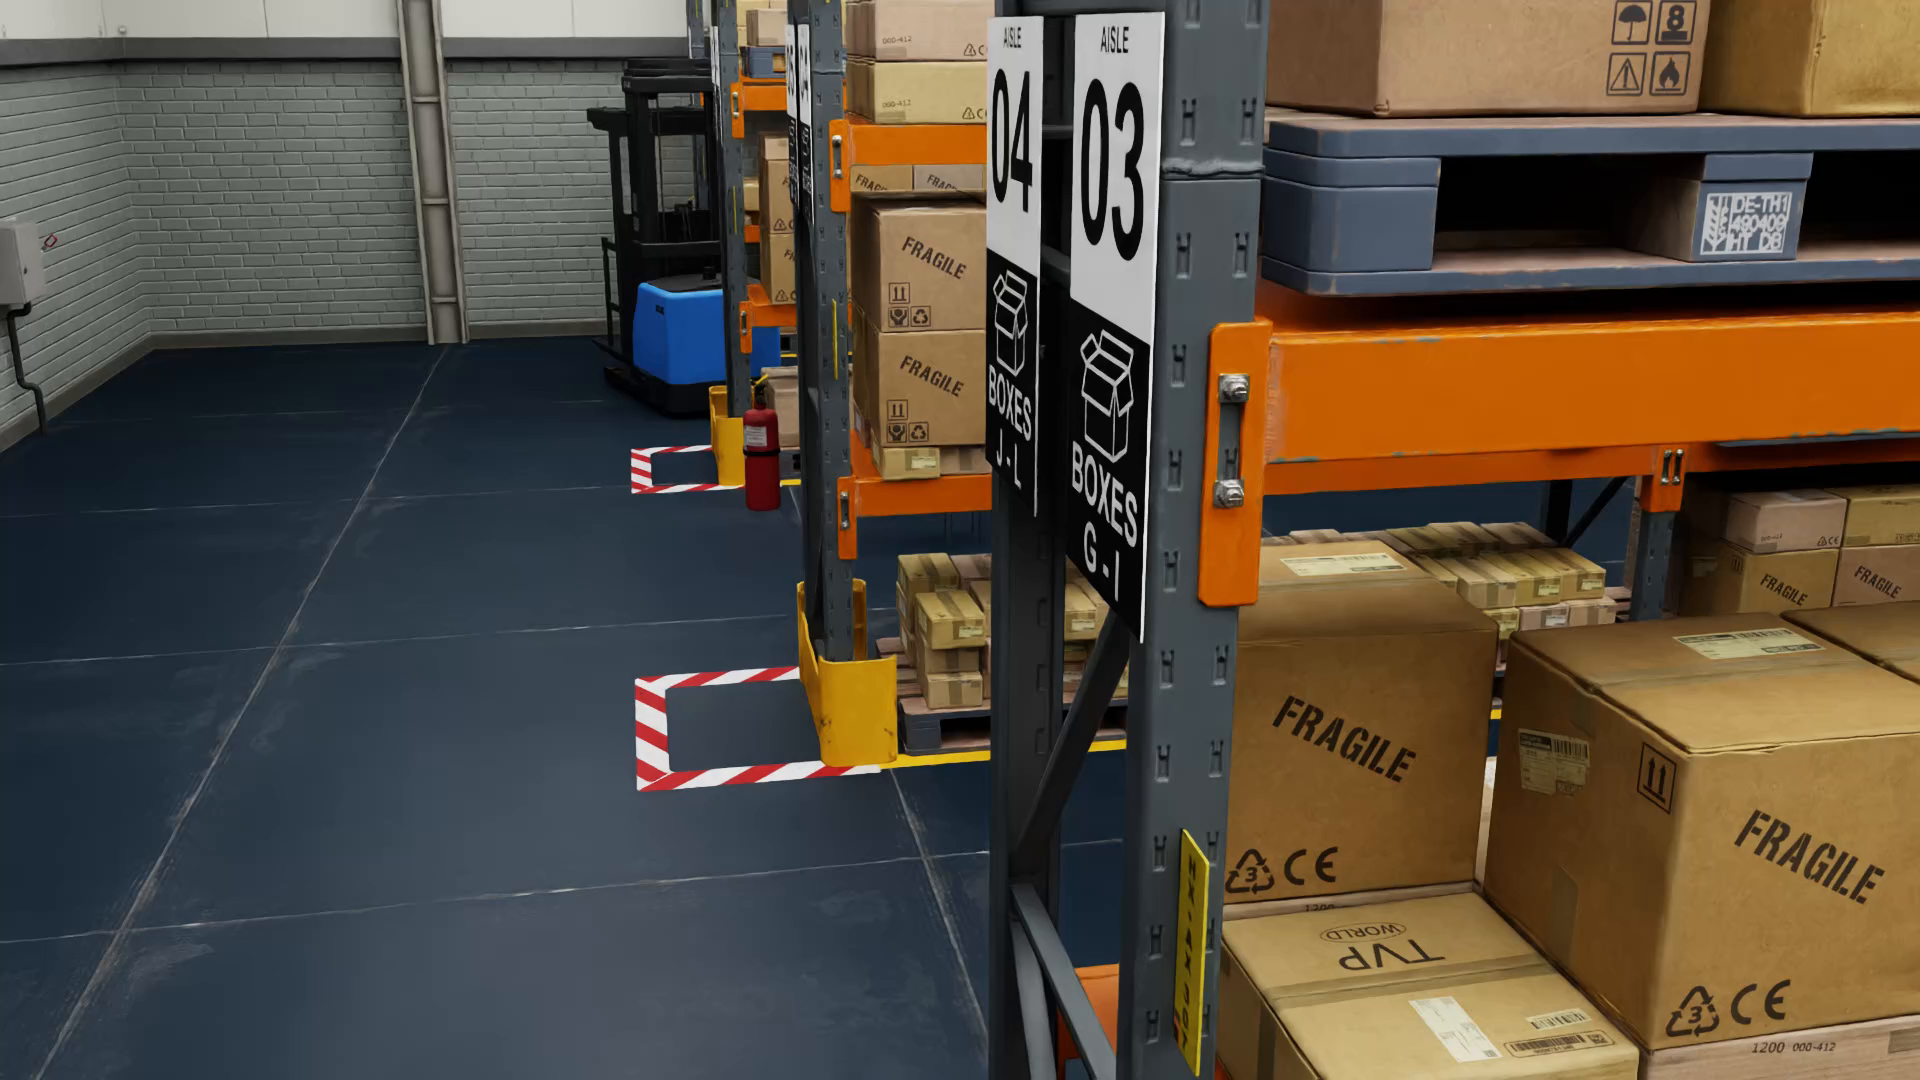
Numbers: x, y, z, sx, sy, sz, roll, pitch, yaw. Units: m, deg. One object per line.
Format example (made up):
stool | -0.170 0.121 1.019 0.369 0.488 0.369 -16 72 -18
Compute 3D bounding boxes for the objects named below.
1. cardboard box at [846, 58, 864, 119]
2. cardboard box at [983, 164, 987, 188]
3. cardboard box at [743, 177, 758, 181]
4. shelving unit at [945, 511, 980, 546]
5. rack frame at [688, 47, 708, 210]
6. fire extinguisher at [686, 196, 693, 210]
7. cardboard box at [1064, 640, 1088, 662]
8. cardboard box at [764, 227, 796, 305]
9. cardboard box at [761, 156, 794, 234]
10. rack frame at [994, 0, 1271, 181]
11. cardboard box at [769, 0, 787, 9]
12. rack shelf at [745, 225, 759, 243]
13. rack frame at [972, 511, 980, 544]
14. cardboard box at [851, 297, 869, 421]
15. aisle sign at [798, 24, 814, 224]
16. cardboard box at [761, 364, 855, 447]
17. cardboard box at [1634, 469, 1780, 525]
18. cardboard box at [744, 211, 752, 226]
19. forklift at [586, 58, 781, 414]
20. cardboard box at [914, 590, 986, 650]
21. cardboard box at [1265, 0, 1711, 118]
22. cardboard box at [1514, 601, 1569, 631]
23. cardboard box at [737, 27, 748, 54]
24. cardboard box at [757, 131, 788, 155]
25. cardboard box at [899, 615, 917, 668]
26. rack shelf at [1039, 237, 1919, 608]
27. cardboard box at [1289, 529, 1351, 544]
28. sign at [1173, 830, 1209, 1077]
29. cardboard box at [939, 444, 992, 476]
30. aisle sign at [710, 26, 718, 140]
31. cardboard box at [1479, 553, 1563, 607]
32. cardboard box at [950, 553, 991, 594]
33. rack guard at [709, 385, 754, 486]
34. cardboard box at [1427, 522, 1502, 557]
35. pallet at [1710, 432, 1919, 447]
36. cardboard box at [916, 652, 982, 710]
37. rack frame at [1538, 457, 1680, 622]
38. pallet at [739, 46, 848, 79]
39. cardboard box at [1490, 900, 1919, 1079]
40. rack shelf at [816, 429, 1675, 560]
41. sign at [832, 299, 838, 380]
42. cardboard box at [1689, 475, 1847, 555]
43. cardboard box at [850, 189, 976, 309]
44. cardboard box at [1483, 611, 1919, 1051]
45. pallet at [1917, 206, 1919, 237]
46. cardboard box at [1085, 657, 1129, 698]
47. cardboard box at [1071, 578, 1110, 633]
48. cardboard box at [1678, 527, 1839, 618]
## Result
cardboard box | -0.231 -2.045 7.509 0.500 0.250 0.500 -4 17 -12
cardboard box | 0.359 -2.563 12.175 0.500 0.500 0.500 -3 17 -10
cardboard box | -2.210 -3.606 17.193 0.500 0.250 0.500 -3 17 -9
shelving unit | 0.014 -0.574 10.638 0.189 1.200 0.258 -3 17 -10
rack frame | -2.611 -3.434 16.882 0.127 3.000 1.000 -3 17 -10
fire extinguisher | -2.668 -3.077 16.488 0.183 0.674 0.296 -3 17 -10
cardboard box | 0.439 0.445 7.888 0.250 0.149 0.380 -3 17 -10
cardboard box | -1.140 -1.995 12.027 0.500 0.500 0.500 -3 17 -11
cardboard box | -1.140 -2.473 11.883 0.500 0.500 0.500 -4 17 -12
rack frame | 0.214 -2.014 2.042 0.127 3.000 1.000 -3 17 -10
cardboard box | -1.625 -5.152 16.266 0.500 0.250 0.500 -3 17 -11
rack shelf | -0.647 -3.201 17.351 4.000 0.370 1.077 -3 17 -10
rack frame | 0.104 -0.579 10.655 0.006 1.200 0.240 -3 17 -10
cardboard box | -0.235 -0.871 7.861 0.500 0.500 0.500 -3 17 -9
aisle sign | -0.642 -1.734 6.920 0.004 0.787 0.394 -3 17 -10
cardboard box | -1.037 -1.045 12.752 0.875 0.438 0.875 -4 17 -12
cardboard box | 3.983 -0.283 8.890 0.500 0.250 0.500 -4 17 -12
cardboard box | -2.236 -3.253 16.721 0.250 0.149 0.380 -3 17 -11
forklift | -2.683 -2.864 15.145 1.130 2.935 3.031 -9 19 -27
cardboard box | -0.049 0.365 7.642 0.250 0.149 0.380 -4 18 -13
cardboard box | 0.715 -0.921 2.536 0.500 0.500 0.700 -4 18 -14
cardboard box | 2.788 0.343 8.219 0.250 0.149 0.380 -4 18 -13
cardboard box | -2.123 -4.884 16.244 0.500 0.250 0.500 -3 17 -11
cardboard box | -1.351 -2.917 12.221 0.250 0.149 0.380 -3 17 -10
cardboard box | -0.150 0.491 8.245 0.250 0.149 0.380 -3 17 -10
rack shelf | 2.178 -0.348 2.951 4.000 0.370 1.077 -3 17 -10
cardboard box | 1.885 0.071 8.599 0.250 0.149 0.380 -3 17 -9
sign | 0.314 0.562 2.262 0.005 0.325 0.100 -3 17 -10
cardboard box | -0.005 -0.411 7.470 0.250 0.149 0.380 -3 17 -8
aisle sign | -1.795 -3.331 12.121 0.004 0.787 0.394 -3 17 -10
cardboard box | 2.757 0.194 8.199 0.250 0.149 0.380 -3 17 -10
cardboard box | 0.102 0.196 8.192 0.250 0.149 0.380 -3 17 -9
rack guard | -1.689 -0.807 12.587 0.348 0.500 1.175 -3 17 -10
cardboard box | 2.641 0.031 8.729 0.250 0.149 0.380 -2 17 -8
pallet | 4.078 -0.713 8.352 1.213 0.211 1.003 -3 17 -10
cardboard box | -0.052 0.643 7.748 0.250 0.149 0.380 -3 17 -9
rack frame | 3.300 -0.804 8.322 0.127 3.000 1.000 -3 17 -10
pallet | -0.939 -3.439 11.941 1.213 0.211 1.003 -3 17 -10
cardboard box | 1.246 0.804 2.836 0.500 0.250 0.500 -3 17 -11
rack shelf | 1.336 -0.349 8.065 4.000 0.370 1.077 -3 17 -10
sign | -0.524 -0.839 6.960 0.005 0.325 0.100 -3 17 -10
cardboard box | 4.076 -0.134 8.403 0.500 0.250 0.500 -4 18 -13
cardboard box | -0.225 -1.347 7.708 0.500 0.500 0.500 -4 17 -12
cardboard box | 1.228 0.448 2.716 0.500 0.500 0.500 -4 17 -12
pallet | 2.141 -0.651 2.865 1.213 0.211 1.003 -3 17 -10
cardboard box | 0.704 0.607 7.867 0.250 0.149 0.380 -3 17 -10
cardboard box | 0.699 0.300 7.853 0.250 0.149 0.380 -4 18 -13
cardboard box | 4.076 0.225 8.513 0.500 0.500 0.500 -3 17 -8
